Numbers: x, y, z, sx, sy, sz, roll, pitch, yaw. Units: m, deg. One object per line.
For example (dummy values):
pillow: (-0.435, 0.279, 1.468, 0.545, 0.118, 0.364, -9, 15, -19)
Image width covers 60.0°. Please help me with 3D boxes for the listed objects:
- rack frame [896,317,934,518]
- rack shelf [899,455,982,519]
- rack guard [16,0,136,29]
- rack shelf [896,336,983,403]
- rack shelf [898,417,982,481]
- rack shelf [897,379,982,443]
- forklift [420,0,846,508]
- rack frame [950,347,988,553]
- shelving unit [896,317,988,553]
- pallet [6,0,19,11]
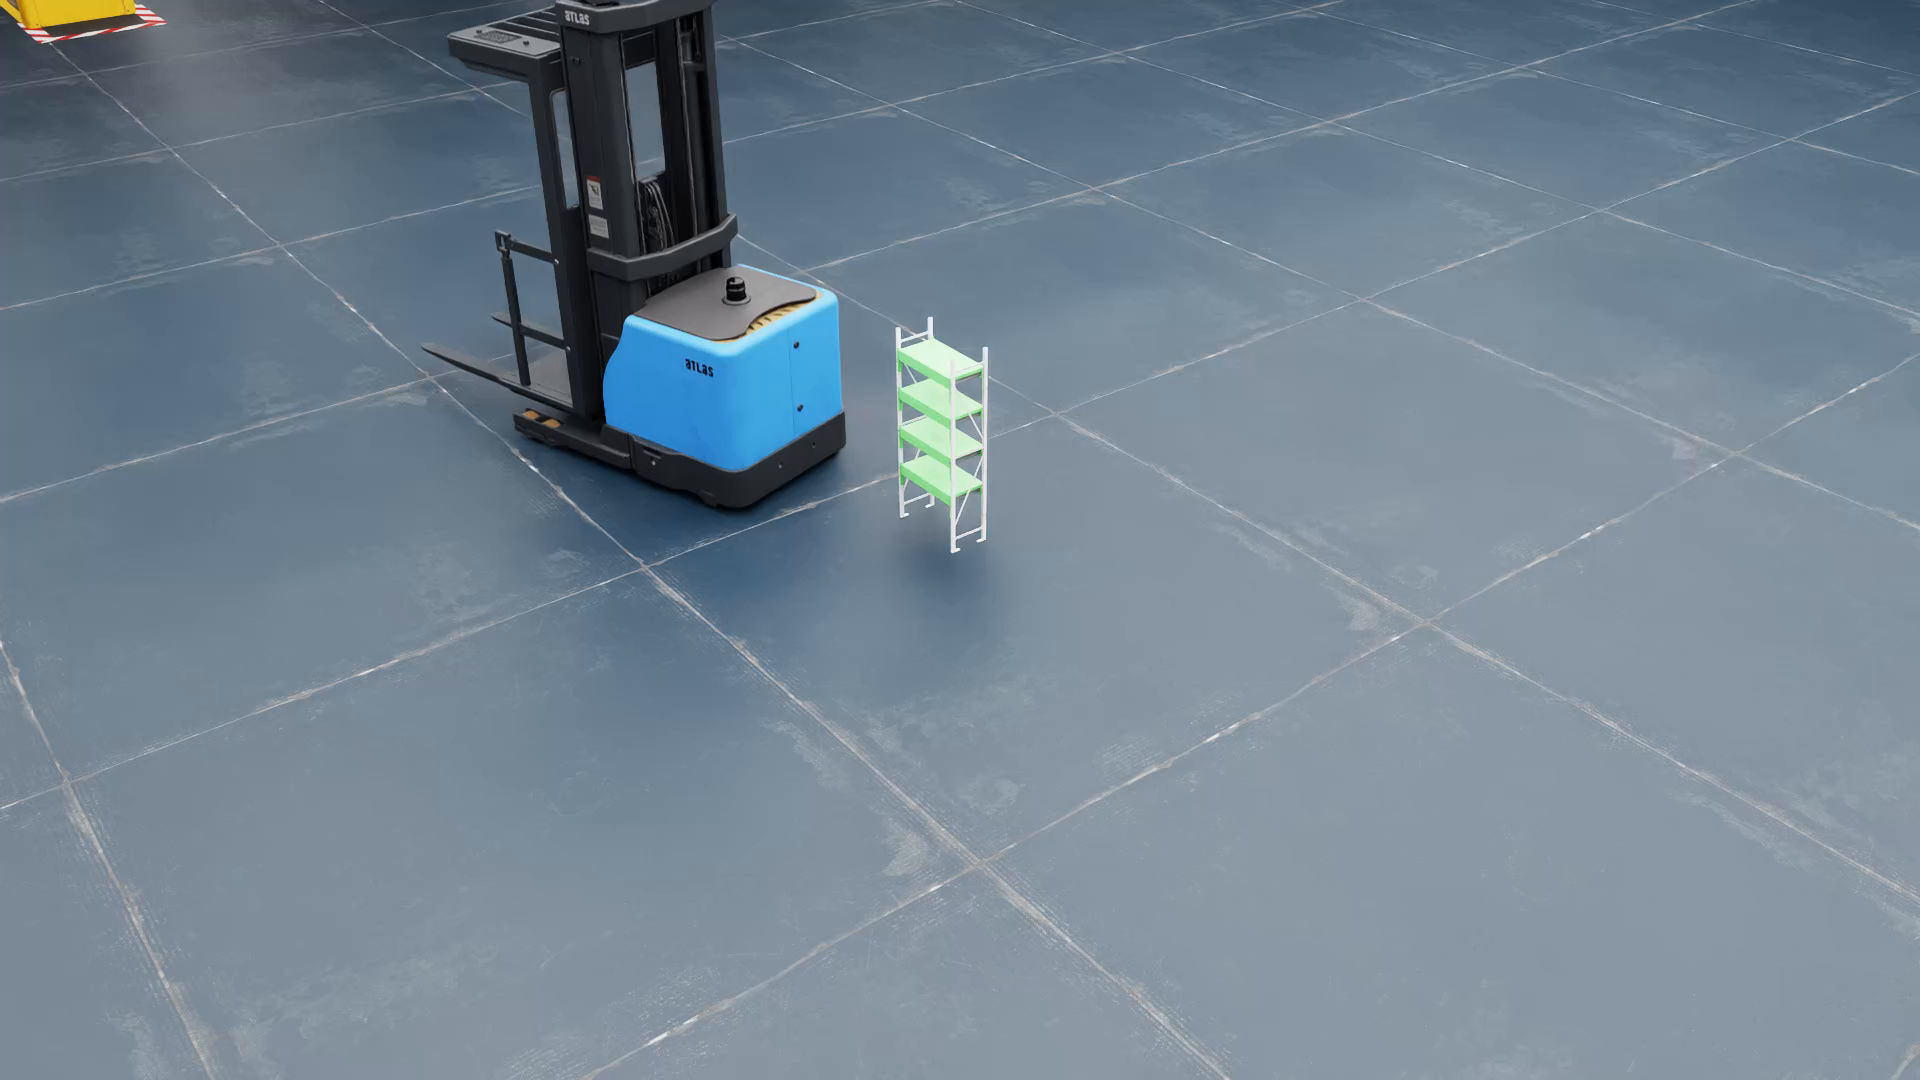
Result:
rack frame: (-0.251, -0.680, 9.435, 0.240, 1.200, 0.015, -22, 38, -31)
rack shelf: (-0.102, -0.321, 9.432, 0.258, 0.148, 0.480, -22, 38, -31)
rack guard: (-10.136, -6.227, 19.029, 1.175, 0.500, 0.348, -22, 38, -31)
rack shelf: (-0.101, -0.932, 9.052, 0.258, 0.148, 0.480, -22, 38, -31)
rack shelf: (-0.101, -0.524, 9.305, 0.258, 0.148, 0.480, -22, 38, -31)
rack shelf: (-0.101, -0.728, 9.178, 0.258, 0.148, 0.480, -22, 38, -31)
forklift: (-2.200, -2.038, 9.980, 3.031, 2.935, 1.130, 21, 37, 30)
rack frame: (0.048, -0.477, 9.108, 0.240, 1.200, 0.015, -22, 38, -31)
shelving unit: (-0.101, -0.579, 9.271, 0.258, 1.200, 0.503, -22, 38, -31)
pallet: (-10.630, -6.444, 19.653, 1.003, 0.211, 1.213, -22, 38, -31)
